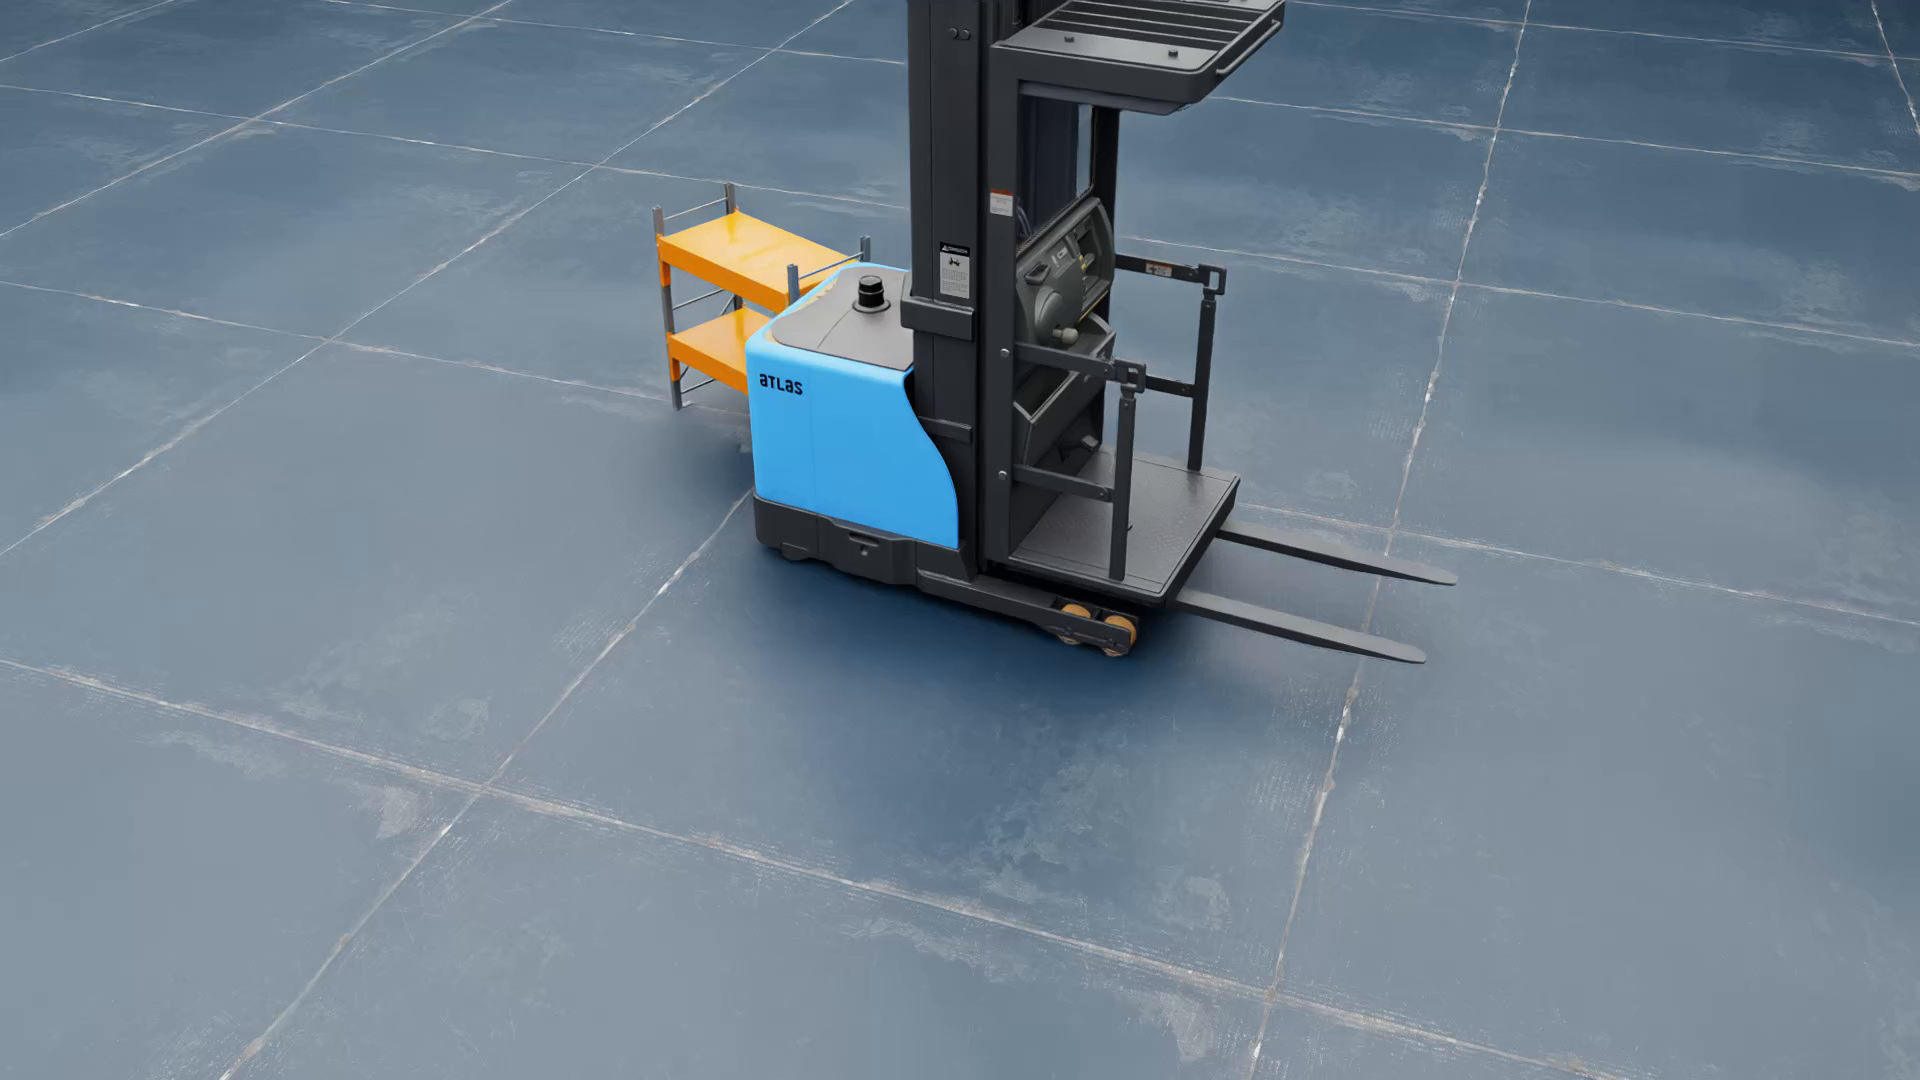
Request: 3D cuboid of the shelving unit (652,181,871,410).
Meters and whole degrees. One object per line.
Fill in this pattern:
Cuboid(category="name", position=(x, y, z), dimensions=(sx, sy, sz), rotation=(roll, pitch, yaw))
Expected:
Cuboid(category="shelving unit", position=(-0.976, -1.071, 8.371), dimensions=(1.048, 1.125, 0.538), rotation=(28, 42, 36))

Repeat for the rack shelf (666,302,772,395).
Cuboid(category="rack shelf", position=(-0.976, -0.865, 8.504), dimensions=(1.000, 0.278, 0.538), rotation=(28, 42, 36))

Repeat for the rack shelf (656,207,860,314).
Cuboid(category="rack shelf", position=(-0.976, -1.317, 8.213), dimensions=(1.000, 0.278, 0.538), rotation=(28, 42, 36))

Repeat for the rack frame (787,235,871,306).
Cuboid(category="rack frame", position=(-0.610, -0.879, 8.074), dimensions=(0.032, 1.125, 0.500), rotation=(28, 42, 36))

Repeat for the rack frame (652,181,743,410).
Cuboid(category="rack frame", position=(-1.341, -1.263, 8.669), dimensions=(0.032, 1.125, 0.500), rotation=(28, 42, 36))

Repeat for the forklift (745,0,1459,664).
Cuboid(category="forklift", position=(0.617, -1.074, 6.711), dimensions=(3.031, 2.935, 1.130), rotation=(14, 36, 21))
